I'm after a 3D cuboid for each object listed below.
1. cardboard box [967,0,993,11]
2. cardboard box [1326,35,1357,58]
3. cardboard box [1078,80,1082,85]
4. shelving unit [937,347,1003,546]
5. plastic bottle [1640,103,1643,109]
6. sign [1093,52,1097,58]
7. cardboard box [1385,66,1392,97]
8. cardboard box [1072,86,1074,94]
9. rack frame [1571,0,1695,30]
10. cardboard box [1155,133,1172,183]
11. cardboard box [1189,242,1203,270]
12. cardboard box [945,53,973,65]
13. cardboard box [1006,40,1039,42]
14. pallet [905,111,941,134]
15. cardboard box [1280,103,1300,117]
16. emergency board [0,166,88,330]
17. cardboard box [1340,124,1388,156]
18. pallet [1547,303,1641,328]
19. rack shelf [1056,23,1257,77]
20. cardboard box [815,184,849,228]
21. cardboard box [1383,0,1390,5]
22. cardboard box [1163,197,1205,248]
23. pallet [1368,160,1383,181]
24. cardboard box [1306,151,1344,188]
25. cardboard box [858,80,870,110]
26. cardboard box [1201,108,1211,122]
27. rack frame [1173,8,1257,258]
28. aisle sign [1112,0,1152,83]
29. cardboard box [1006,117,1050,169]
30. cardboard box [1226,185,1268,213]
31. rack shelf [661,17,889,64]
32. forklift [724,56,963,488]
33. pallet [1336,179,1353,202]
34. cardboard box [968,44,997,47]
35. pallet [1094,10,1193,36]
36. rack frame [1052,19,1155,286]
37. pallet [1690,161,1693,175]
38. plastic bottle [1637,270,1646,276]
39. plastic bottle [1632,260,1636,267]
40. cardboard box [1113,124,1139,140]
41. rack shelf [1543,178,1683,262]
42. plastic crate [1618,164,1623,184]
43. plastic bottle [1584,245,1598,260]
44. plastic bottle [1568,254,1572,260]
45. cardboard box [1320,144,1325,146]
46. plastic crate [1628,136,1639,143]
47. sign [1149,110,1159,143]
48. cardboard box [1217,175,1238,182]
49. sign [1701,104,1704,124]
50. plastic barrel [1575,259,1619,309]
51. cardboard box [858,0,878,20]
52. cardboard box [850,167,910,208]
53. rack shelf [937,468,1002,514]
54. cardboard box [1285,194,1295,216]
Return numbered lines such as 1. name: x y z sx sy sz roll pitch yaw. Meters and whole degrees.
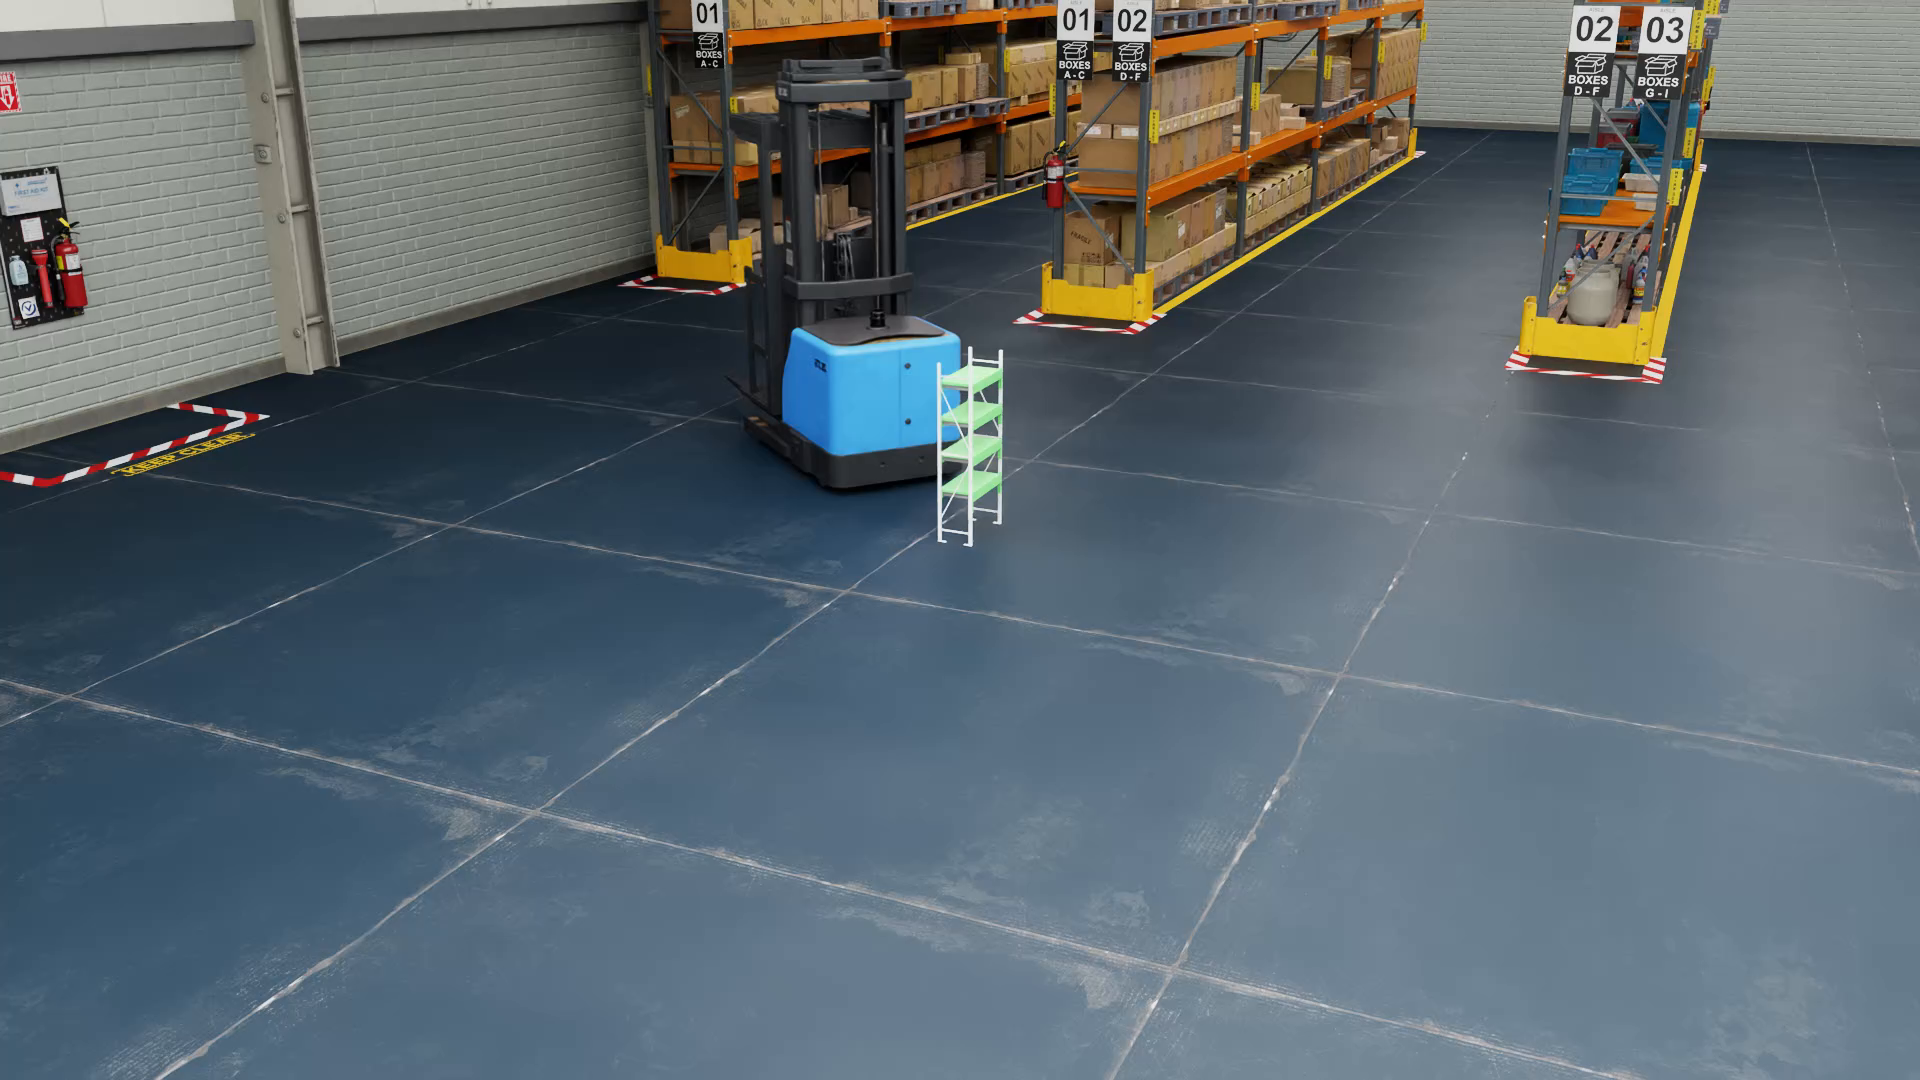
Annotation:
1. cardboard box: 0.172 -8.076 24.828 0.500 0.311 0.500 9 21 23
2. cardboard box: 6.350 -8.205 27.922 0.500 0.500 0.500 9 21 23
3. cardboard box: 1.899 -8.196 28.916 0.500 0.500 0.500 8 21 22
4. shelving unit: 0.068 -0.616 10.910 0.258 1.200 0.503 9 21 23
5. plastic bottle: 9.865 -6.201 24.121 0.097 0.271 0.097 0 20 0
6. sign: 2.358 -8.612 29.098 0.100 0.325 0.005 9 21 23
7. cardboard box: 7.043 -7.819 28.330 0.500 0.500 0.500 9 21 24
8. cardboard box: 1.749 -7.771 28.688 0.380 0.149 0.250 9 22 24
9. rack frame: 5.983 -5.974 14.338 1.000 3.000 0.127 9 21 23
10. cardboard box: 1.879 -4.178 18.090 0.700 0.500 0.500 9 22 24
11. cardboard box: 2.504 -3.322 19.311 0.500 0.250 0.500 9 21 23
12. cardboard box: -0.012 -7.303 25.252 0.380 0.149 0.250 5 20 14
13. cardboard box: 1.024 -8.306 28.105 0.500 0.250 0.500 8 21 21
14. pallet: -0.972 -5.853 23.237 1.003 0.211 1.213 9 21 23
15. cardboard box: 4.553 -6.127 23.853 0.500 0.311 0.500 10 22 26
16. emergency board: -7.062 -2.255 12.834 0.194 1.169 0.643 9 21 23
17. cardboard box: 7.144 -7.103 29.534 0.797 0.503 0.637 9 21 23
18. pallet: 6.309 -2.111 16.590 1.003 0.211 1.213 9 21 23
19. rack shelf: 2.284 -5.514 18.594 1.077 0.370 4.000 9 21 23
20. cardboard box: -1.806 -4.437 22.041 0.500 0.500 0.500 7 21 19
21. cardboard box: 6.804 -8.954 27.417 0.500 0.250 0.500 9 21 23
22. cardboard box: 2.505 -3.676 19.185 0.500 0.500 0.500 9 21 23
23. pallet: 6.662 -6.393 28.629 1.003 0.211 1.213 9 21 23
24. cardboard box: 5.608 -5.717 25.641 0.500 0.500 0.500 8 21 22
25. cardboard box: -1.329 -5.835 21.974 0.500 0.500 0.500 8 21 23
26. cardboard box: 2.666 -4.903 19.163 0.380 0.149 0.250 9 22 24
27. rack frame: 3.103 -5.051 20.696 1.000 3.000 0.127 9 21 23
28. aisle sign: 1.718 -4.991 16.647 0.394 0.787 0.004 9 21 23
29. cardboard box: 1.006 -6.611 27.664 0.750 0.750 0.750 8 21 22
30. cardboard box: 3.710 -4.462 21.679 0.500 0.311 0.500 8 21 22
31. rack shelf: -2.236 -6.193 20.502 1.077 0.370 4.000 9 21 23
32. forklift: -1.077 -2.201 12.782 1.130 2.935 3.031 -9 22 -24
33. pallet: 5.583 -5.555 26.273 1.003 0.211 1.213 9 21 23
34. cardboard box: 0.385 -7.835 26.780 0.500 0.250 0.500 8 21 21
35. pallet: 1.779 -5.413 17.367 1.003 0.211 1.213 9 21 23
36. rack frame: 1.465 -3.828 17.257 1.000 3.000 0.127 9 21 23
37. pallet: 12.162 -6.478 28.869 1.003 0.211 1.213 9 21 23
38. plastic bottle: 7.191 -2.716 17.545 0.097 0.271 0.097 0 20 0
39. plastic bottle: 7.305 -2.910 18.073 0.061 0.283 0.133 9 21 23
40. cardboard box: 1.823 -4.272 17.386 0.380 0.149 0.250 8 21 22
41. rack shelf: 6.802 -3.420 17.183 1.077 0.370 4.000 9 21 23
42. plastic crate: 6.808 -3.894 17.759 0.450 0.188 0.662 9 21 23
43. plastic bottle: 7.043 -3.120 18.562 0.144 0.351 0.185 9 21 23
44. plastic bottle: 6.729 -3.006 18.341 0.061 0.283 0.133 10 22 25
45. cardboard box: 5.539 -6.096 26.706 0.500 0.500 0.500 9 21 23
46. plastic crate: 8.077 -4.842 20.423 0.450 0.188 0.662 9 21 23
47. sign: 1.969 -4.196 16.880 0.100 0.325 0.005 9 21 23
48. cardboard box: 3.631 -4.846 22.759 0.500 0.311 0.500 8 21 22
49. sign: 9.764 -5.597 21.986 0.100 0.325 0.005 9 21 23
50. plastic barrel: 6.388 -2.538 16.715 0.421 0.512 0.421 0 20 0
51. cardboard box: -1.400 -7.011 21.549 0.500 0.500 0.500 9 22 24
52. cardboard box: -1.131 -4.987 23.588 0.700 0.500 0.500 9 22 25
53. rack shelf: 0.068 -0.330 11.012 0.258 0.148 0.480 9 21 23
54. cardboard box: 4.332 -4.671 23.102 0.500 0.250 0.500 9 22 24
